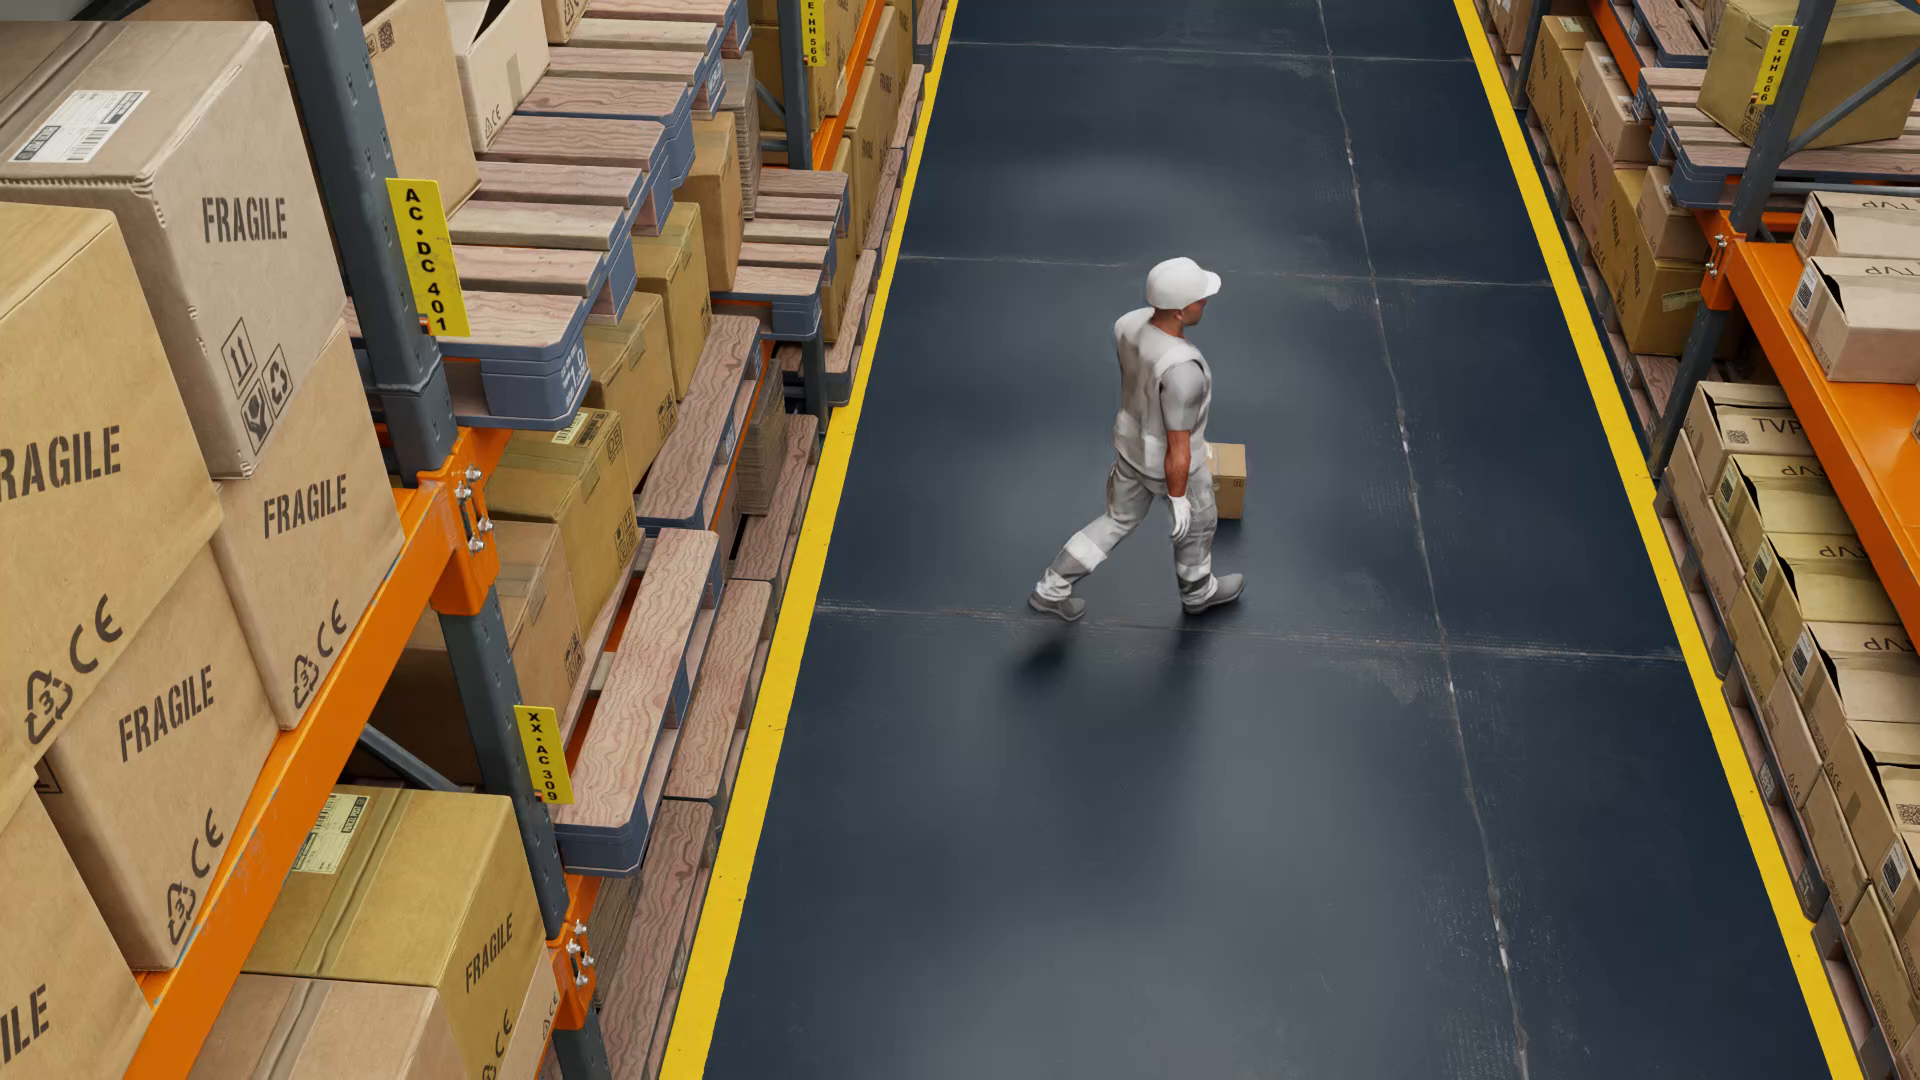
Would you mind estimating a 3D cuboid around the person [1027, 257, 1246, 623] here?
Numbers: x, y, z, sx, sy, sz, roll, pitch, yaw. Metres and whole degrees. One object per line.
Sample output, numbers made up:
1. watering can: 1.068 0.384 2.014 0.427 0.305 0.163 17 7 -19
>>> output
1. person: 0.774 -0.327 6.539 0.988 1.765 0.650 -19 43 -21
